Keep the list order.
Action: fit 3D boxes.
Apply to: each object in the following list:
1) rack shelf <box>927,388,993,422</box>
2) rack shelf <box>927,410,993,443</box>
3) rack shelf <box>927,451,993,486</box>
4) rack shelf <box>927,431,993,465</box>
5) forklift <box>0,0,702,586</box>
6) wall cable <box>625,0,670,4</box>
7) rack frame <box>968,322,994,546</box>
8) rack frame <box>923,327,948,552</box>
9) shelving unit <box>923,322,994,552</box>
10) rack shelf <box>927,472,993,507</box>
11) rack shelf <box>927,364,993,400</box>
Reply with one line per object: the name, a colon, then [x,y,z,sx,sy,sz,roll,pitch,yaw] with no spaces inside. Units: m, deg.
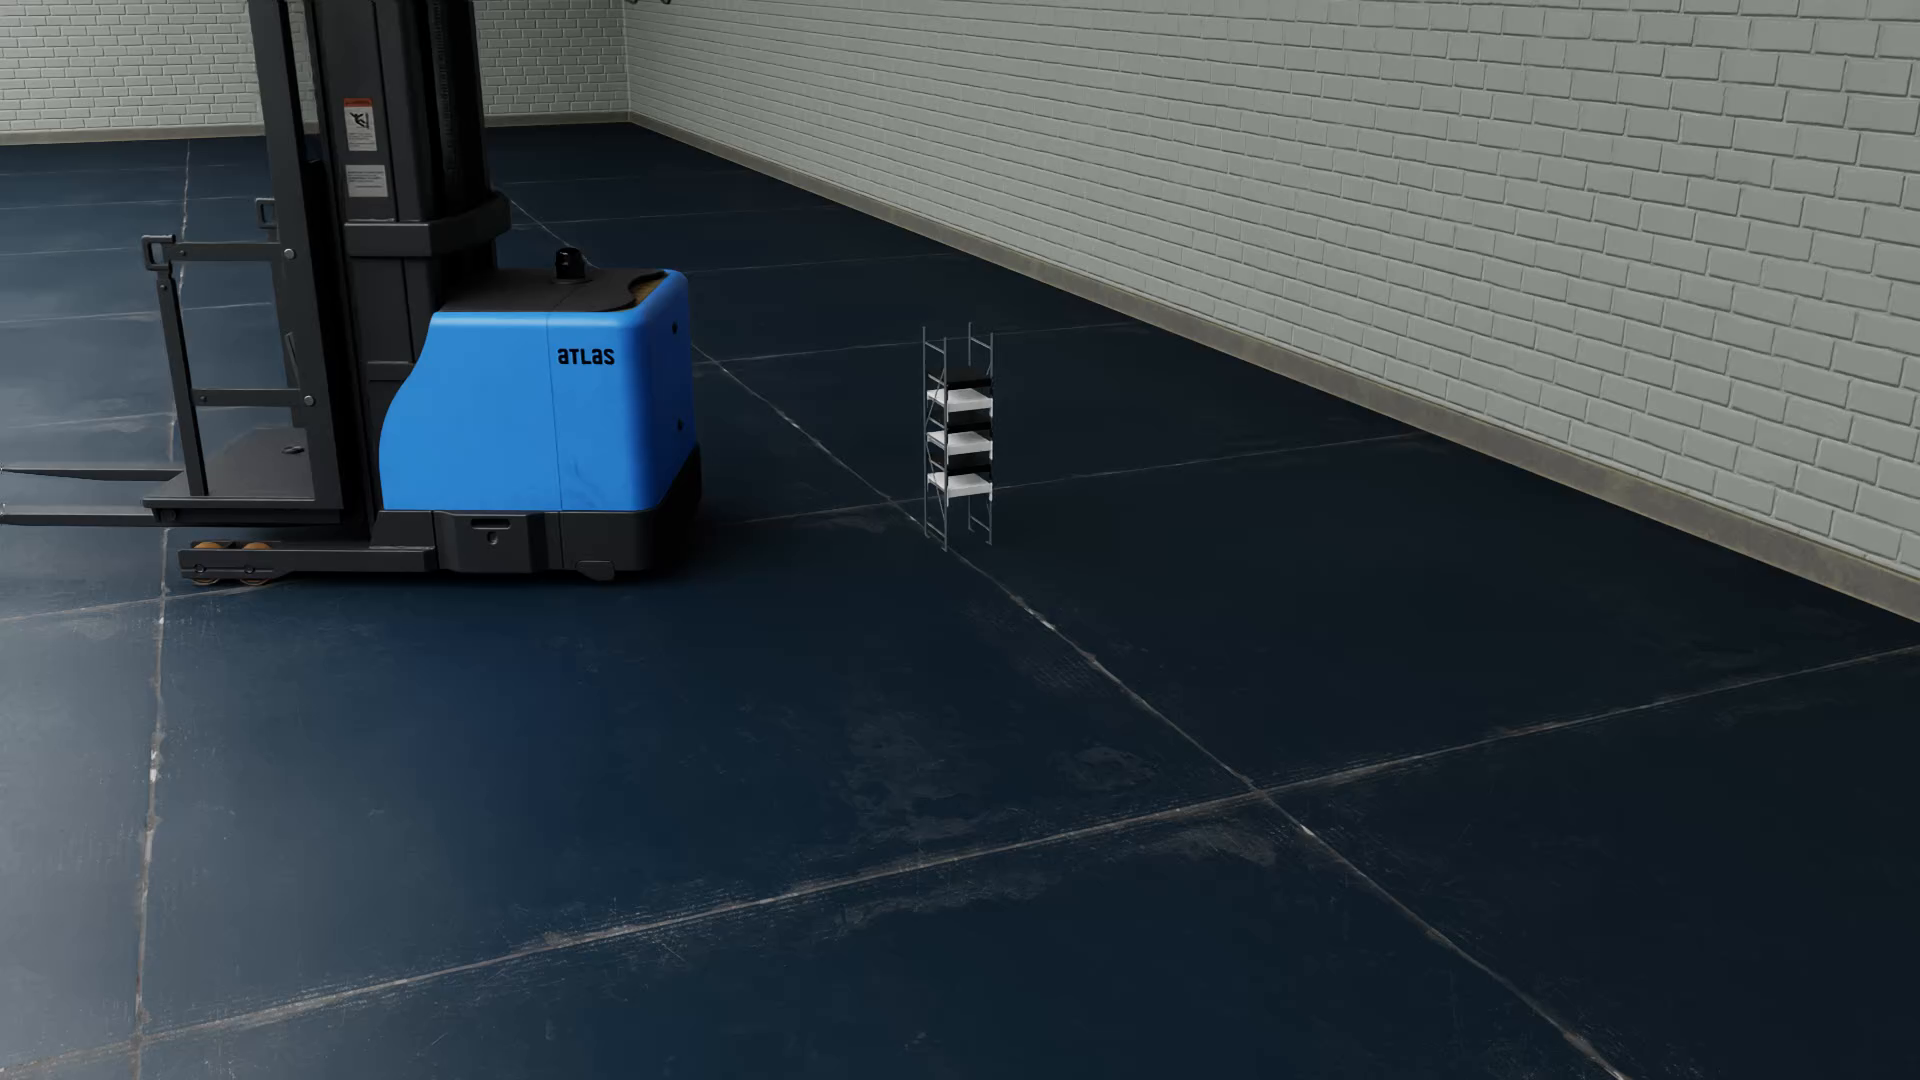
rack shelf: [-0.007,-0.562,6.821,0.200,0.077,0.258,-8,21,-22]
rack shelf: [-0.007,-0.477,6.851,0.200,0.077,0.258,-8,21,-22]
rack shelf: [-0.007,-0.307,6.911,0.200,0.077,0.258,-8,21,-22]
rack shelf: [-0.007,-0.392,6.881,0.200,0.077,0.258,-8,21,-22]
forklift: [-2.664,-1.379,6.524,3.031,2.935,1.130,0,19,1]
wall cable: [-4.334,-8.520,22.346,0.112,2.526,3.097,-8,21,-22]
rack frame: [0.086,-0.437,6.908,0.006,0.900,0.240,-8,21,-22]
rack frame: [-0.101,-0.410,6.832,0.006,0.900,0.240,-8,21,-22]
shelving unit: [-0.007,-0.423,6.870,0.210,0.900,0.258,-8,21,-22]
rack shelf: [-0.007,-0.222,6.940,0.200,0.077,0.258,-8,21,-22]
rack shelf: [-0.007,-0.647,6.791,0.200,0.077,0.258,-8,21,-22]
